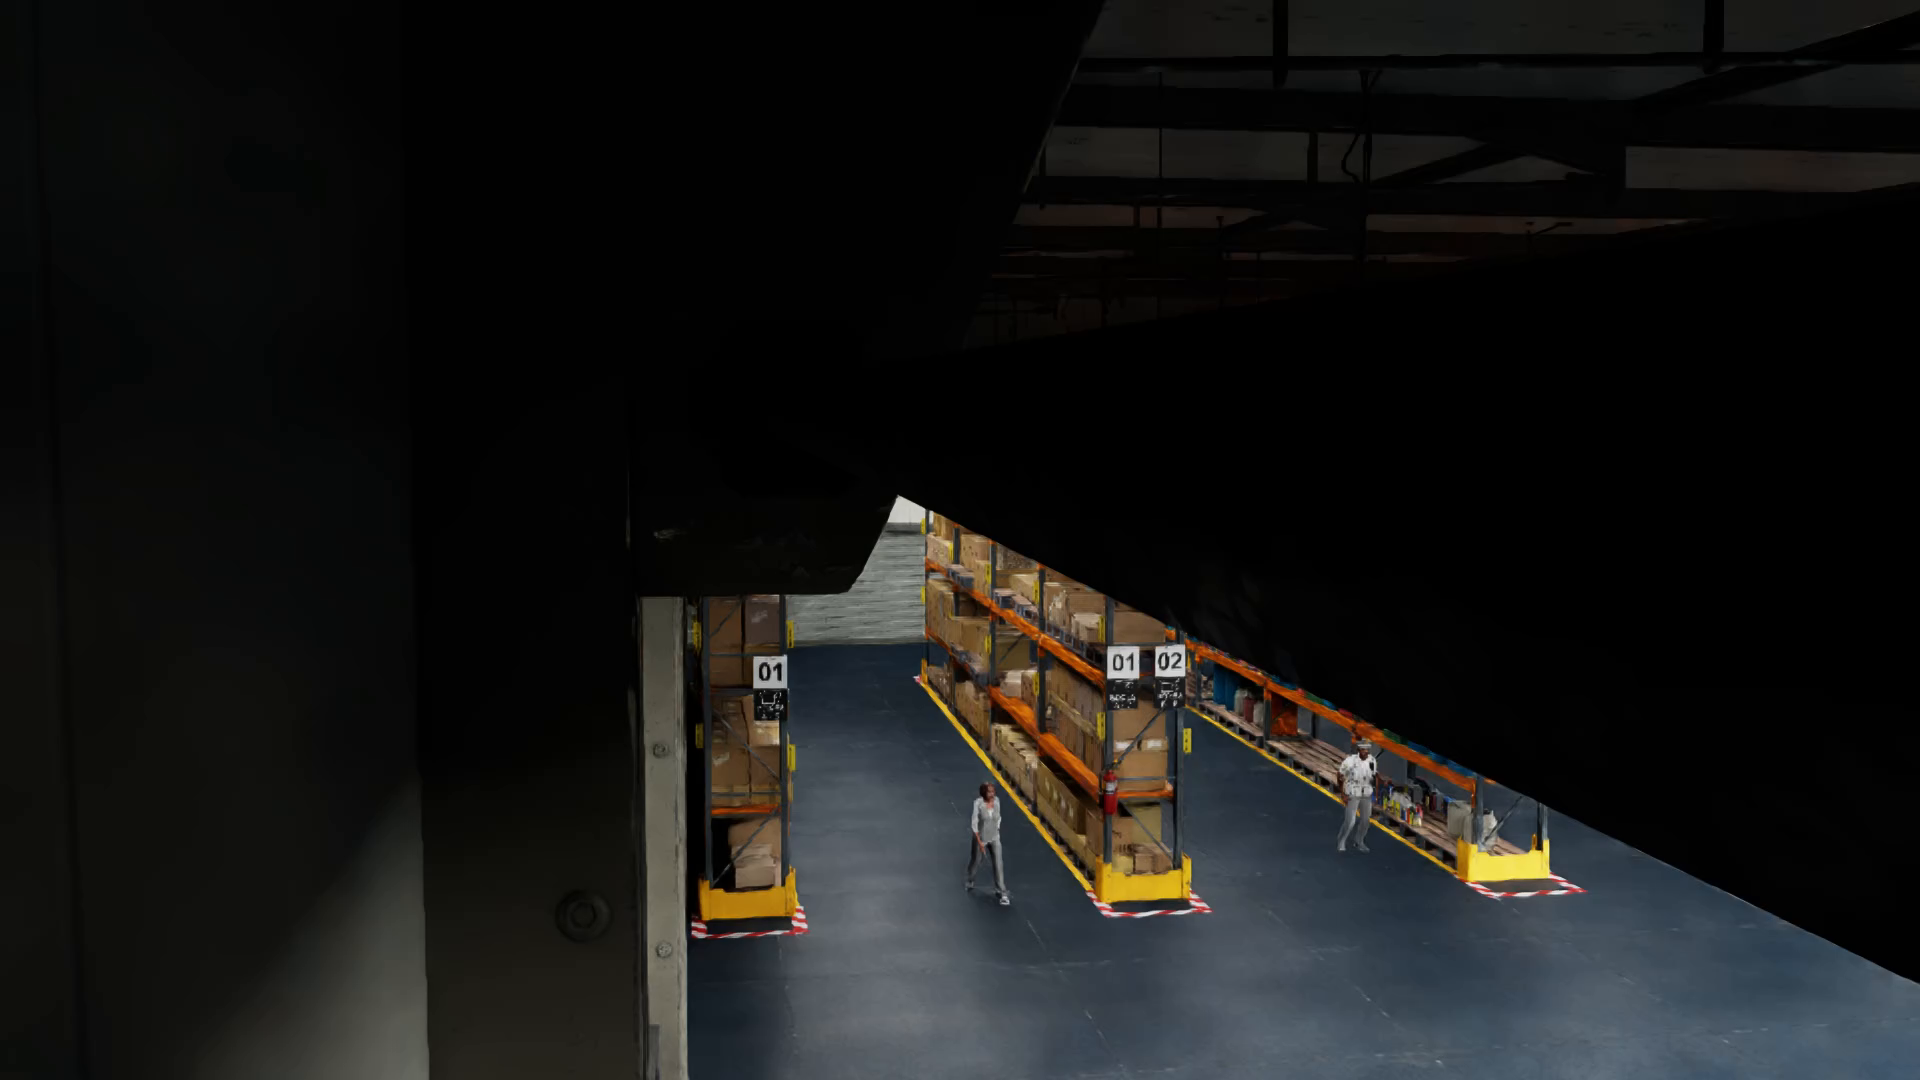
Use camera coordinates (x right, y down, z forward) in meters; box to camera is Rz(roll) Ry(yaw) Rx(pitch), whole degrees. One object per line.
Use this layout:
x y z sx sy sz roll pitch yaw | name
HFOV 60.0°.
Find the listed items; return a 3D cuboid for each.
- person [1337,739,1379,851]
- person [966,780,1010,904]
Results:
5.496 3.508 22.960 0.592 1.625 0.531 -1 5 -11 | person
0.323 3.728 20.773 0.440 1.516 1.016 -2 5 -19 | person
